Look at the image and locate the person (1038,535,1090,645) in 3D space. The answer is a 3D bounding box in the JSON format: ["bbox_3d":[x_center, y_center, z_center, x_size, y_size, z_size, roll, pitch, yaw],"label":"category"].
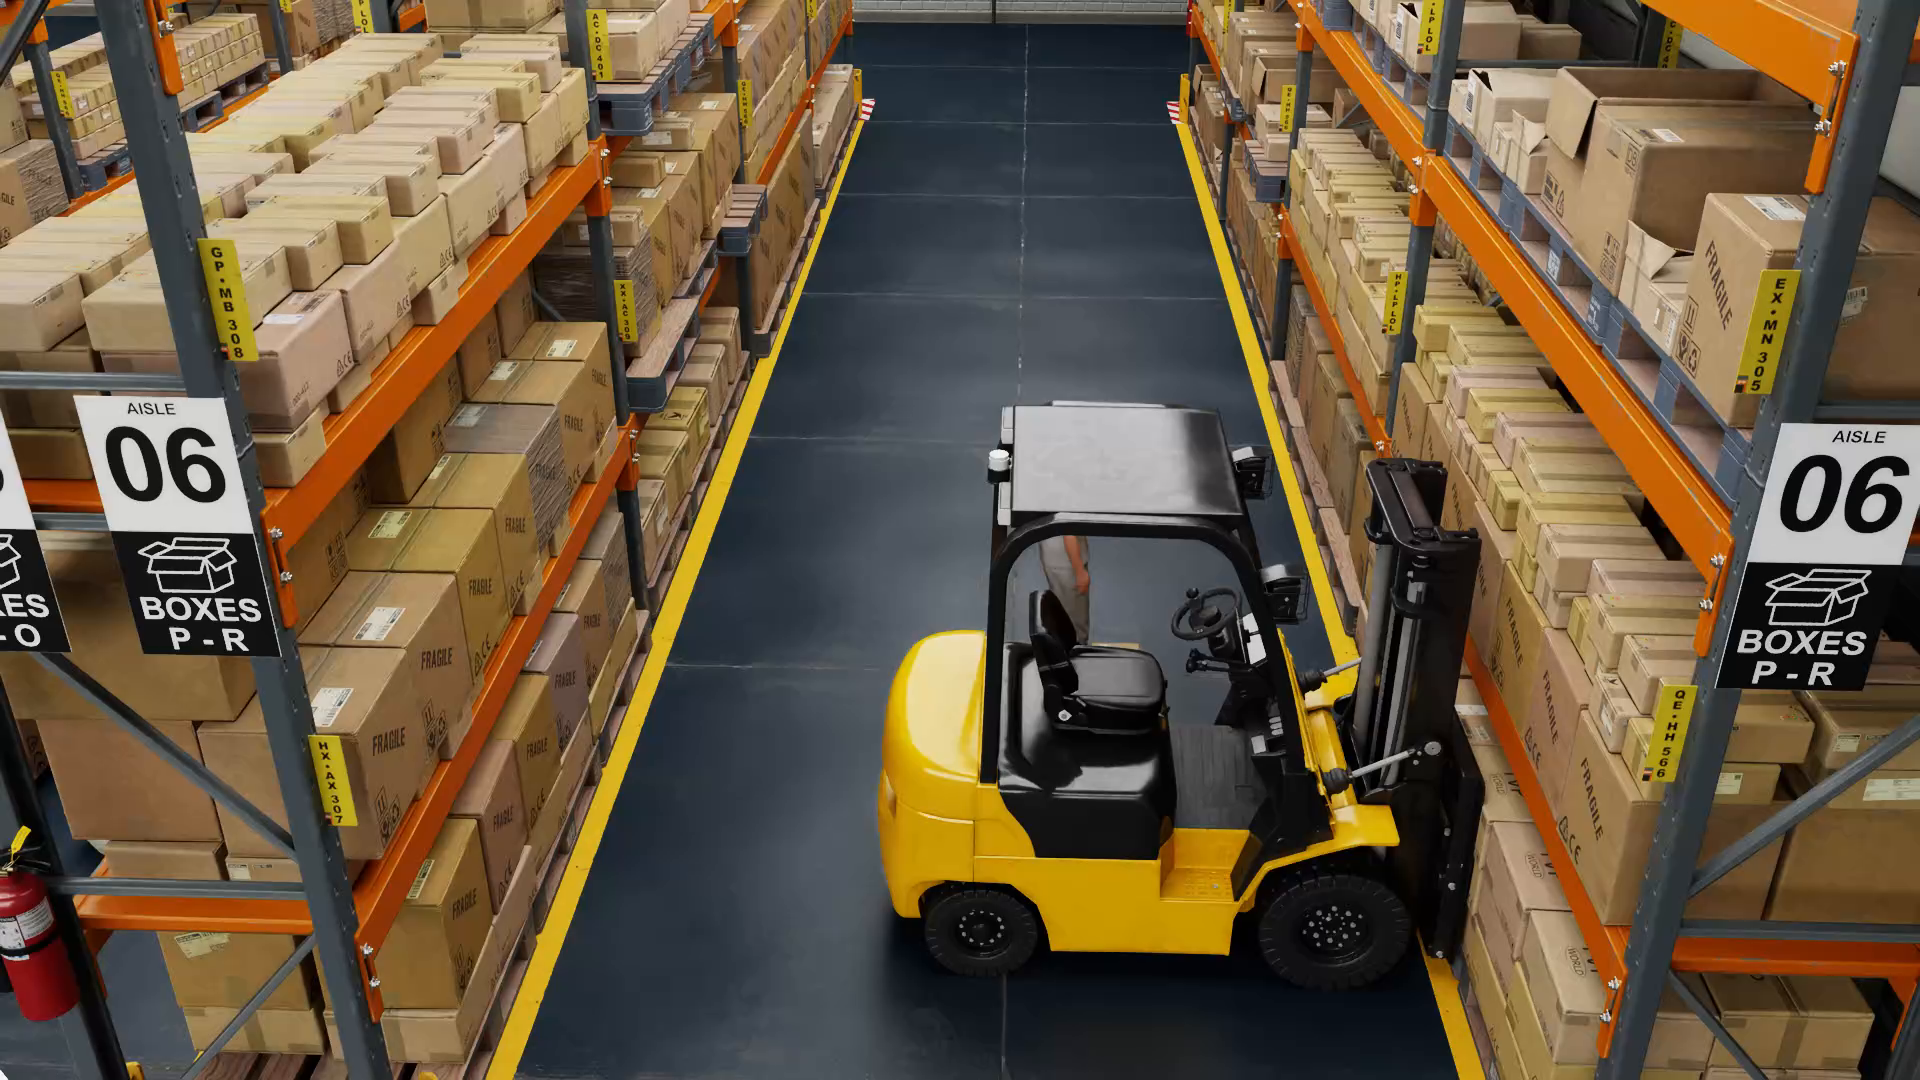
[{"bbox_3d":[0.574,0.089,8.458,0.363,1.671,0.512,-1,28,-1],"label":"person"}]
